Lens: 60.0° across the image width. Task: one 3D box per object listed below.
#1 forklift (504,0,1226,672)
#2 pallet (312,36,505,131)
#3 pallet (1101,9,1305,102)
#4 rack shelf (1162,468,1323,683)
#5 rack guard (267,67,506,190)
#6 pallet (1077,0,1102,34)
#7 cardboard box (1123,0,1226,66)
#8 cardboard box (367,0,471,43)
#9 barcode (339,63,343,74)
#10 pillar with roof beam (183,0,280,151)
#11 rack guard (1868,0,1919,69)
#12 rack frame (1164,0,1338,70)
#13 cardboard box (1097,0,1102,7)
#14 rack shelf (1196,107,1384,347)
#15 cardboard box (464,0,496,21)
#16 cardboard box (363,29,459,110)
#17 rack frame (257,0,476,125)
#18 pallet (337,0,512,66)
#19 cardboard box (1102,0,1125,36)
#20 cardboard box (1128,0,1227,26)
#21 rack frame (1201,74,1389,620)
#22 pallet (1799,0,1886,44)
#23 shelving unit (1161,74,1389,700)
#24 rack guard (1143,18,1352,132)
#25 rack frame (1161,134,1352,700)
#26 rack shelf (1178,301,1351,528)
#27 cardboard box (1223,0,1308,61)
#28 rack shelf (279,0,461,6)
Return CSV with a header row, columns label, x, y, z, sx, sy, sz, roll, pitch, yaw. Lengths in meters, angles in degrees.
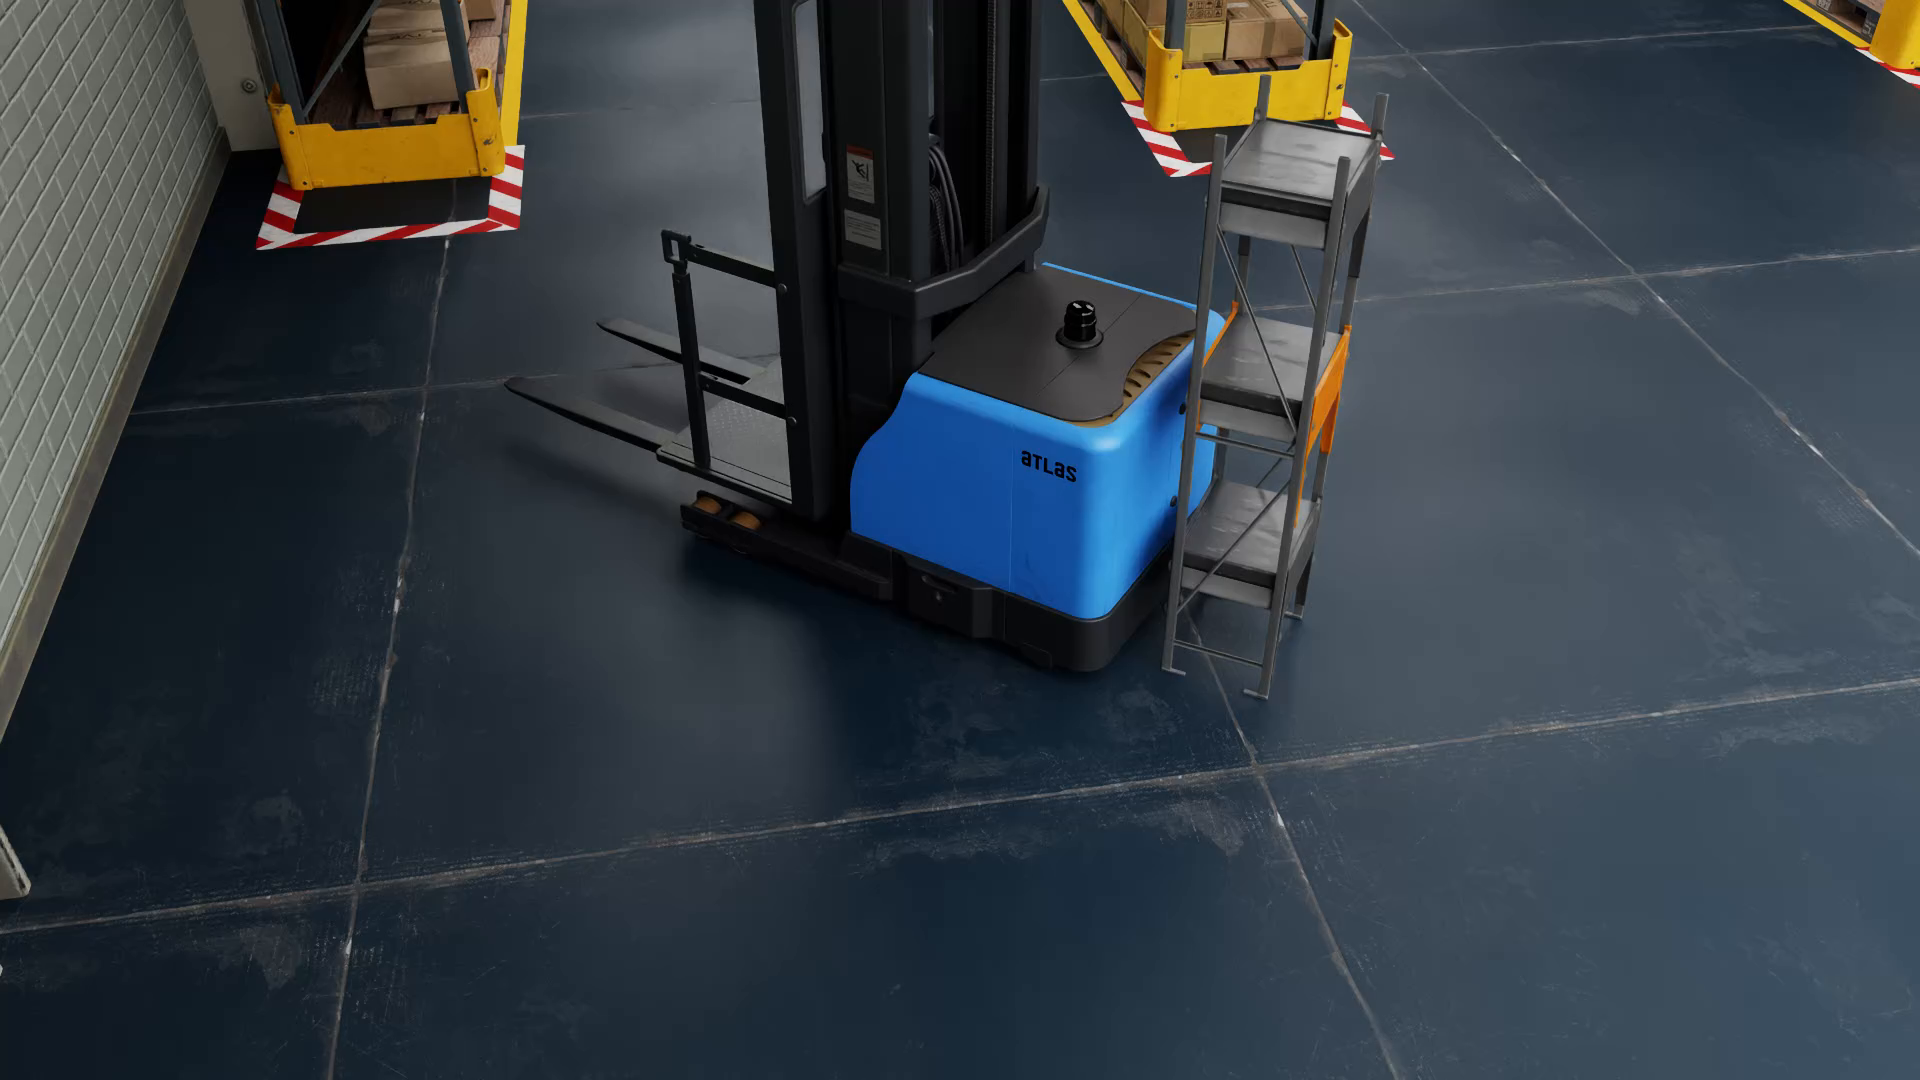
label,x,y,z,sx,sy,sz,roll,pitch,yaw
forklift,-0.532,-1.356,6.107,3.031,2.935,1.130,20,42,24
pallet,-3.295,-2.684,10.033,1.003,0.211,1.213,-6,38,-8
pallet,1.527,-3.136,10.615,1.003,0.211,1.213,-6,38,-8
rack shelf,1.026,0.123,6.044,0.431,0.518,0.480,15,40,19
rack guard,-3.187,-2.304,9.308,1.175,0.500,0.348,-6,38,-8
pallet,1.316,-3.872,11.561,1.003,0.211,1.213,-6,38,-8
cardboard box,1.317,-3.152,10.261,0.500,0.250,0.500,-6,38,-8
cardboard box,-3.307,-3.129,10.165,0.500,0.311,0.500,-3,38,-4
barcode,-3.604,-2.756,9.678,0.001,0.075,0.075,-6,38,-8
pillar with roof beam,0.090,-6.407,7.662,9.100,9.000,0.400,-6,38,-8
rack guard,6.520,-3.364,10.673,1.175,0.500,0.348,-6,38,-8
rack frame,1.702,-3.780,9.171,1.000,3.000,0.127,-6,38,-8
cardboard box,1.128,-3.755,11.037,0.500,0.250,0.500,-6,38,-8
rack shelf,1.026,-0.983,5.185,0.431,0.518,0.480,15,40,19
cardboard box,-3.386,-3.652,10.685,0.700,0.500,0.500,-9,39,-11
cardboard box,-3.207,-2.785,9.722,0.500,0.311,0.500,-10,39,-13
rack frame,-3.174,-3.245,8.482,1.000,3.000,0.127,-6,38,-8
pallet,-3.506,-3.420,10.980,1.003,0.211,1.213,-6,38,-8
cardboard box,1.218,-3.453,10.648,0.500,0.250,0.500,-6,38,-8
cardboard box,1.315,-3.448,10.031,0.500,0.500,0.500,-6,38,-8
rack frame,1.124,-0.578,5.782,0.400,2.100,0.015,15,40,19
pallet,6.383,-3.741,11.394,1.003,0.211,1.213,-6,38,-8
shelving unit,1.026,-0.441,5.606,0.431,2.100,0.503,15,40,19
rack guard,1.706,-2.778,9.919,1.175,0.500,0.348,-6,38,-8
rack frame,0.928,-0.304,5.429,0.400,2.100,0.015,15,40,19
rack shelf,1.026,-0.430,5.614,0.431,0.518,0.480,15,40,19
cardboard box,1.827,-3.208,10.333,0.500,0.250,0.500,-6,38,-8
rack shelf,-3.525,-4.169,10.258,1.077,0.370,4.000,-6,38,-8
